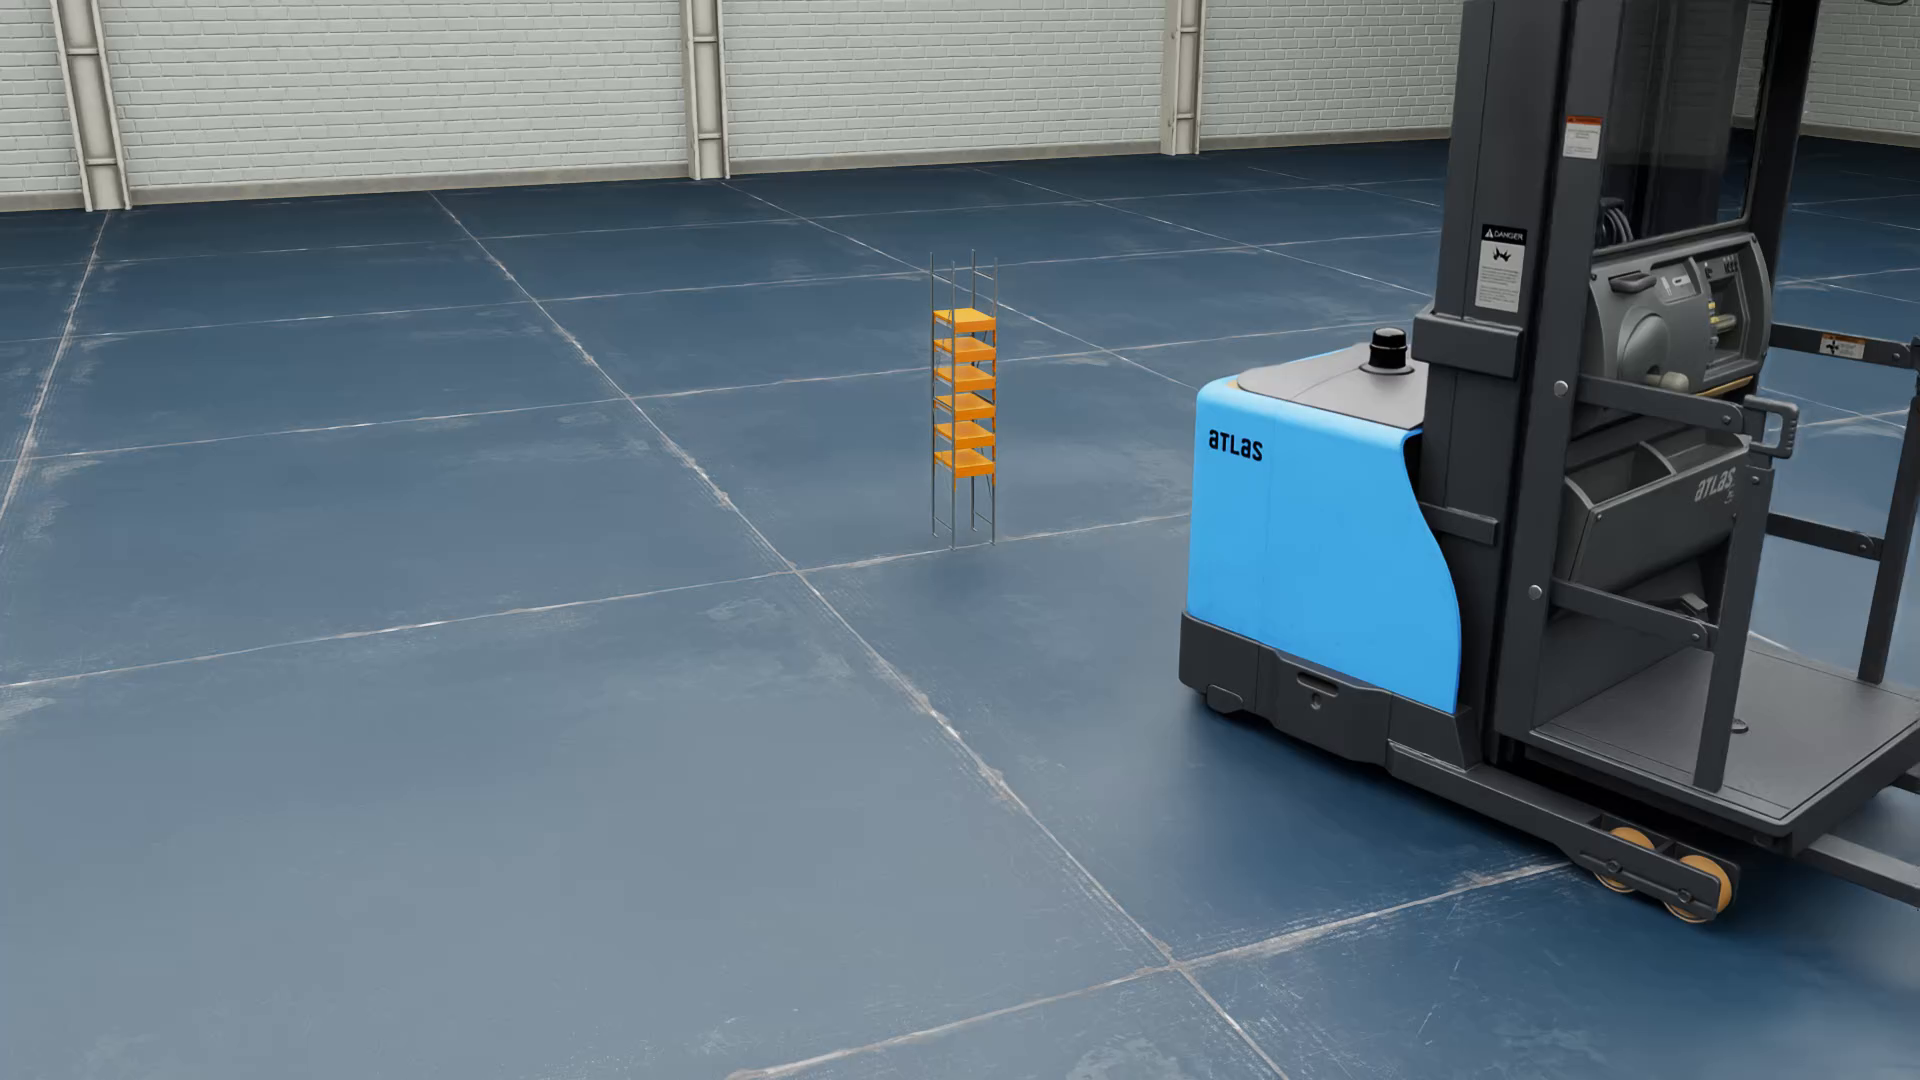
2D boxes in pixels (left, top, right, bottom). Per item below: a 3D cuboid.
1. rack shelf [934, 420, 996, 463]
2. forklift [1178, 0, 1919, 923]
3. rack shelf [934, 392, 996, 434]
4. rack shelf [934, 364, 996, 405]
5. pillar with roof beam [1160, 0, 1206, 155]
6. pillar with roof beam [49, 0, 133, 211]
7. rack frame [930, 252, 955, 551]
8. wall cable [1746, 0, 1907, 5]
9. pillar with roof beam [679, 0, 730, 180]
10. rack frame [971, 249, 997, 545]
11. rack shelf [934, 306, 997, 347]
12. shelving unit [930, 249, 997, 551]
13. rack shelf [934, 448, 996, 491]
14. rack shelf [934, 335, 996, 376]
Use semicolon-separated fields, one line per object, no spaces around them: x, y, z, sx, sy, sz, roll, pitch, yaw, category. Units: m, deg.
0.013;-0.413;6.883;0.180;0.103;0.258;-8;21;-22;rack shelf
2.072;-0.596;4.300;1.130;2.935;3.031;-16;25;-38;forklift
0.013;-0.526;6.843;0.180;0.103;0.258;-8;21;-22;rack shelf
0.013;-0.639;6.803;0.180;0.103;0.258;-8;21;-22;rack shelf
4.433;-7.746;15.471;0.400;9.000;9.100;-8;21;-22;pillar with roof beam
-6.586;-6.167;10.987;0.400;9.000;9.100;-8;21;-22;pillar with roof beam
-0.071;-0.556;6.794;0.006;1.200;0.240;-8;21;-22;rack frame
11.466;-8.367;21.912;0.112;2.526;3.097;-8;21;-22;wall cable
-1.076;-6.956;13.229;0.400;9.000;9.100;-8;21;-22;pillar with roof beam
0.097;-0.580;6.862;0.006;1.200;0.240;-8;21;-22;rack frame
0.013;-0.866;6.723;0.180;0.103;0.258;-8;21;-22;rack shelf
0.013;-0.568;6.828;0.189;1.200;0.258;-8;21;-22;shelving unit
0.013;-0.300;6.923;0.180;0.103;0.258;-8;21;-22;rack shelf
0.013;-0.752;6.763;0.180;0.103;0.258;-8;21;-22;rack shelf
